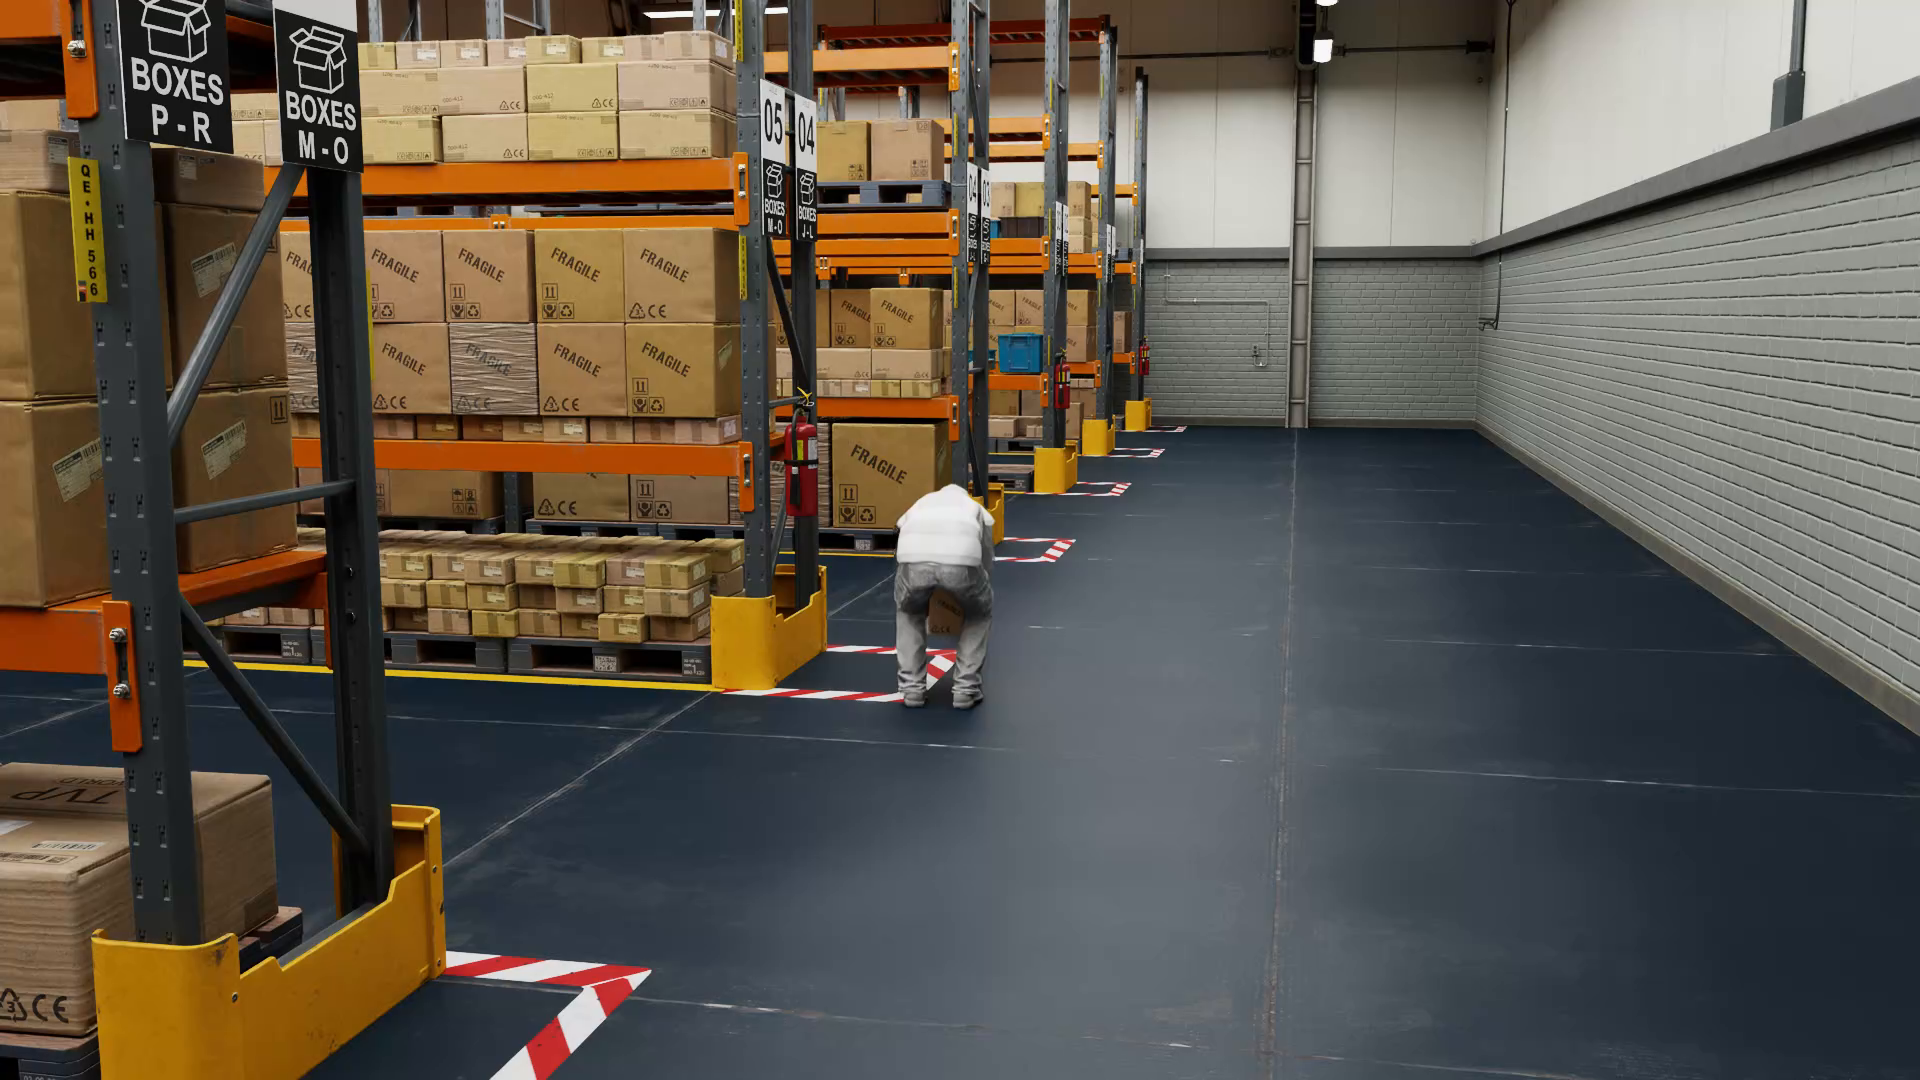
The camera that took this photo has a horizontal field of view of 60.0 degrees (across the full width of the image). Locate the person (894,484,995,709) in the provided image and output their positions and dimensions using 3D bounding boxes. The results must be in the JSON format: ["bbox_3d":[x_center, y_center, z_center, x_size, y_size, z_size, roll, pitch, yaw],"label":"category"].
[{"bbox_3d":[-0.081,0.283,8.744,0.534,1.081,0.978,1,8,7],"label":"person"}]
